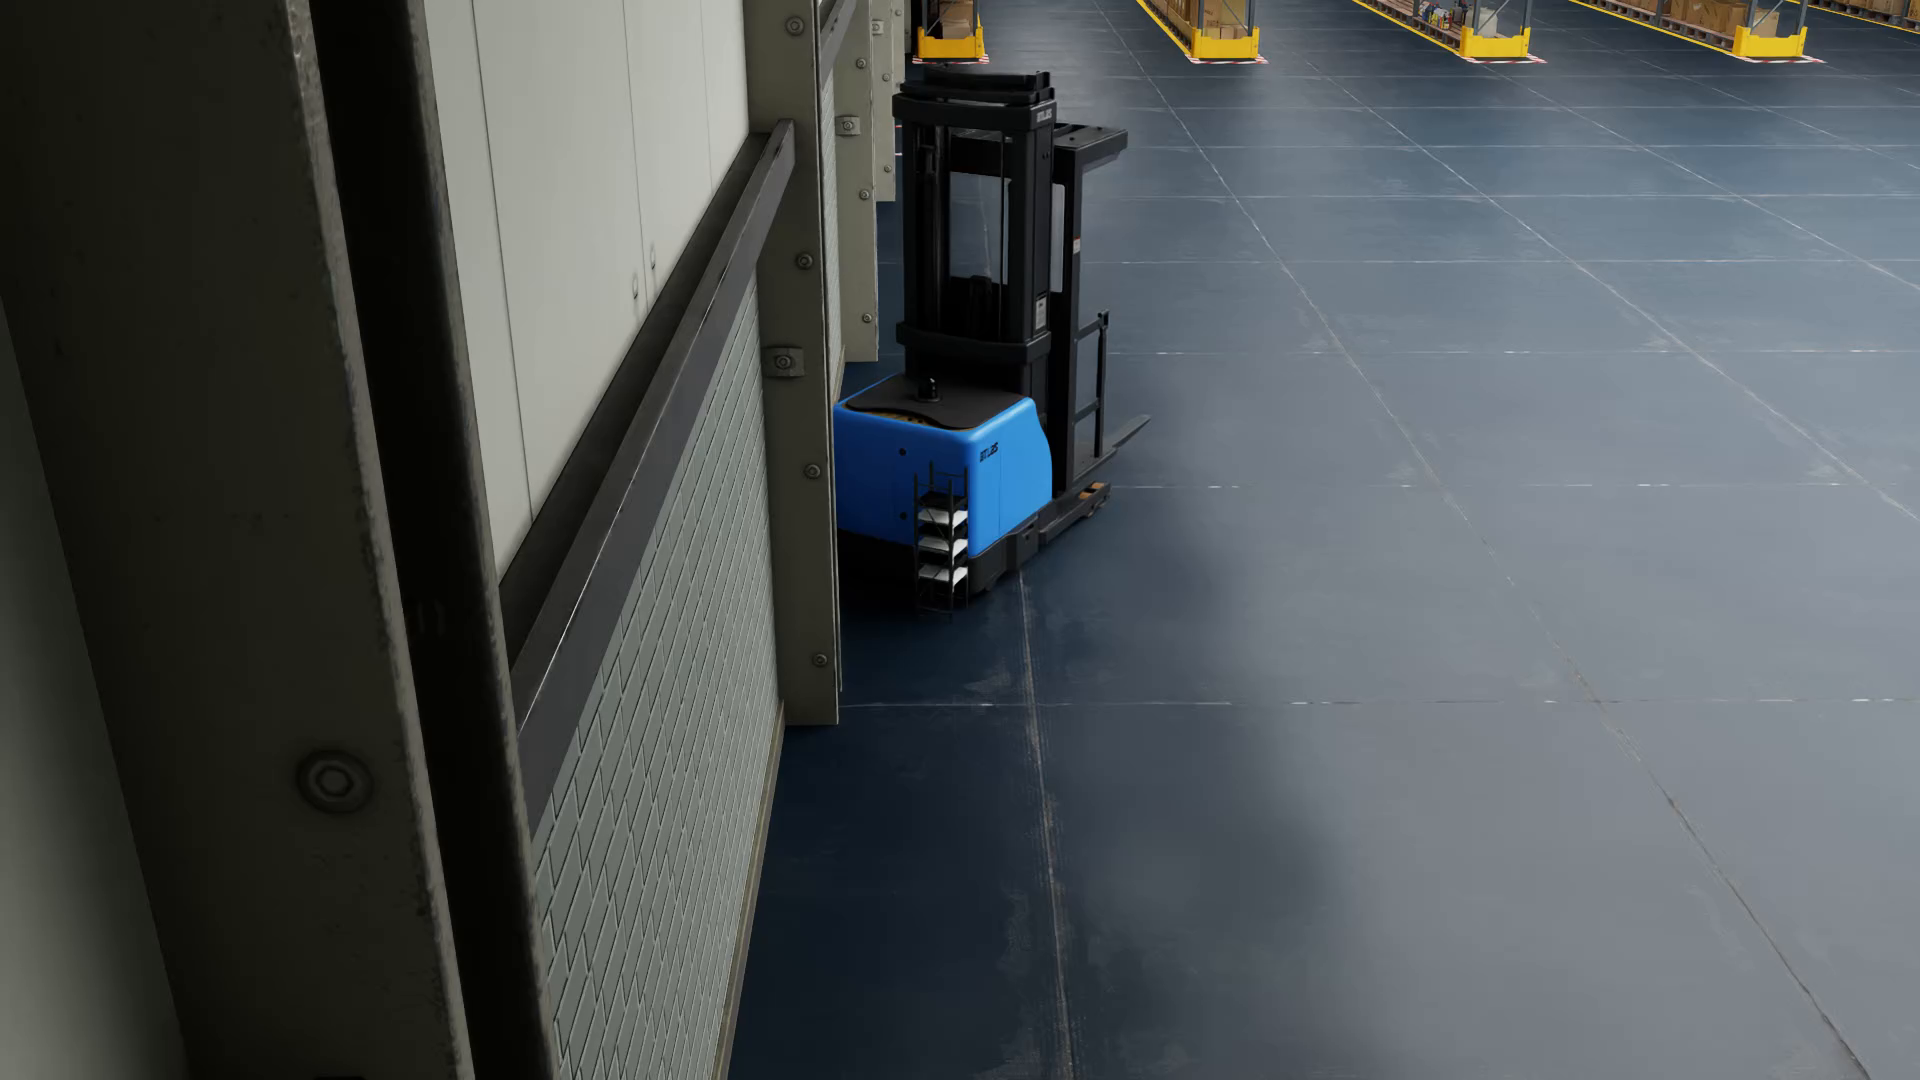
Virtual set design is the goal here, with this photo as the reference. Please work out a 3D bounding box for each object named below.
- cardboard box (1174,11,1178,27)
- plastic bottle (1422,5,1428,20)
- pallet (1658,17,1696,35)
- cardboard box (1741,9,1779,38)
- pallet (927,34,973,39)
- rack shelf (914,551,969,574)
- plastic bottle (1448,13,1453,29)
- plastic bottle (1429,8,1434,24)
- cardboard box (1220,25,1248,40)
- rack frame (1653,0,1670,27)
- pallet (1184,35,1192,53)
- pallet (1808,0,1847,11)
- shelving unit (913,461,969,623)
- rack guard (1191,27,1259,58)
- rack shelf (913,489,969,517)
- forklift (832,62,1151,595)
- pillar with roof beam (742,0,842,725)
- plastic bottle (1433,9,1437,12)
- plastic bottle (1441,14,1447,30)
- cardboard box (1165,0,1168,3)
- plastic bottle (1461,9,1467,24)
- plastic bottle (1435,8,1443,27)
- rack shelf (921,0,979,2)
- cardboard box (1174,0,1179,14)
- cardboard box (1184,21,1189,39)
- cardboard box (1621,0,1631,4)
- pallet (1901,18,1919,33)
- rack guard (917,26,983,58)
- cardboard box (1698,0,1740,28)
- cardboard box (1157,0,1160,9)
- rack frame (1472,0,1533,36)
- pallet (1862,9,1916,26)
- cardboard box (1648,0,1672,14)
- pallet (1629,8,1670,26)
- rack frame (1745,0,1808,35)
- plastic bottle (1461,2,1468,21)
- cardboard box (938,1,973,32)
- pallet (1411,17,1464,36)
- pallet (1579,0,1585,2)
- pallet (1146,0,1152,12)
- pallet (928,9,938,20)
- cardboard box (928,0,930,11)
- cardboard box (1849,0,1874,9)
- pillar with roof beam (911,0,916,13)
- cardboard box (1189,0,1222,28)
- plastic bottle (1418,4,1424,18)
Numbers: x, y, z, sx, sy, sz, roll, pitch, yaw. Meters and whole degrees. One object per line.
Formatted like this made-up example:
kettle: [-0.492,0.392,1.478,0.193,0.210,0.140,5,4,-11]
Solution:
cardboard box: [4.432,-10.100,32.269,0.500,0.250,0.500,0,24,-1]
plastic bottle: [9.278,-10.480,33.053,0.152,0.276,0.135,1,24,1]
pallet: [14.677,-10.262,33.183,1.003,0.211,1.213,0,24,-1]
cardboard box: [14.688,-9.471,30.574,0.500,0.500,0.500,4,25,9]
pallet: [-0.155,-9.190,30.813,1.003,0.211,1.213,0,24,-1]
rack shelf: [-0.109,0.128,9.674,0.258,0.077,0.200,11,27,23]
plastic bottle: [9.398,-9.961,31.896,0.061,0.283,0.133,0,24,-1]
plastic bottle: [9.238,-10.269,32.578,0.061,0.283,0.133,1,24,2]
cardboard box: [4.989,-9.278,30.452,0.500,0.250,0.500,0,24,-1]
rack frame: [14.635,-11.809,33.220,1.000,3.000,0.127,0,24,-1]
pallet: [4.722,-9.162,30.752,1.003,0.211,1.213,0,24,-1]
pallet: [19.485,-11.842,36.677,1.003,0.211,1.213,0,24,-1]
shelving unit: [-0.109,0.016,9.623,0.258,0.900,0.210,11,27,23]
rack guard: [4.773,-8.969,29.974,1.175,0.500,0.348,0,24,-1]
rack shelf: [-0.109,-0.200,9.526,0.258,0.077,0.200,11,27,23]
forklift: [0.364,-1.573,10.671,1.130,2.935,3.031,13,28,27]
pillar with roof beam: [3.513,-3.242,6.998,9.100,9.000,0.400,0,24,-1]
plastic bottle: [9.317,-10.271,32.597,0.097,0.271,0.097,0,24,0]
plastic bottle: [9.248,-9.904,31.771,0.061,0.283,0.133,0,24,1]
cardboard box: [4.438,-11.126,33.856,0.500,0.311,0.500,0,24,-1]
plastic bottle: [9.881,-10.262,32.563,0.061,0.283,0.133,0,24,-1]
plastic bottle: [9.285,-10.116,32.158,0.144,0.351,0.185,1,24,2]
rack shelf: [-0.203,-10.590,31.399,1.077,0.370,4.000,0,24,-1]
cardboard box: [4.432,-10.442,32.114,0.500,0.500,0.500,0,24,-1]
cardboard box: [4.454,-9.482,30.902,0.500,0.250,0.500,0,24,-1]
cardboard box: [14.650,-11.781,35.657,0.700,0.500,0.500,2,24,4]
pallet: [19.526,-10.205,33.059,1.003,0.211,1.213,0,24,-1]
rack guard: [-0.182,-8.986,30.013,1.175,0.500,0.348,0,24,-1]
cardboard box: [14.698,-10.205,32.197,0.500,0.500,0.500,-2,24,-5]
cardboard box: [4.425,-11.293,34.907,0.500,0.250,0.500,0,24,1]
rack frame: [9.726,-10.139,29.527,1.000,3.000,0.127,0,24,-1]
pallet: [19.512,-10.837,34.454,1.003,0.211,1.213,0,24,-1]
cardboard box: [14.650,-11.124,34.204,0.700,0.500,0.500,-2,24,-5]
pallet: [14.625,-10.859,34.504,1.003,0.211,1.213,0,24,-1]
rack frame: [14.678,-10.161,29.576,1.000,3.000,0.127,0,24,-1]
plastic bottle: [9.979,-10.437,32.868,0.144,0.351,0.185,-1,24,-3]
cardboard box: [-0.063,-9.978,31.672,0.700,0.500,0.500,-2,24,-4]
pallet: [9.648,-10.239,33.133,1.003,0.211,1.213,0,24,-1]
pallet: [14.658,-12.512,38.158,1.003,0.211,1.213,0,24,-1]
pallet: [4.655,-11.804,36.594,1.003,0.211,1.213,0,24,-1]
pallet: [-0.234,-10.793,34.357,1.003,0.211,1.213,0,24,-1]
cardboard box: [-0.305,-11.320,34.638,0.700,0.500,0.500,-1,24,-2]
cardboard box: [19.492,-11.609,34.998,1.050,0.750,0.750,0,24,-1]
pillar with roof beam: [3.186,-15.604,34.330,9.100,9.000,0.400,0,24,-1]
cardboard box: [4.469,-9.618,30.292,0.500,0.500,0.500,0,24,-1]
plastic bottle: [9.247,-10.611,33.348,0.097,0.271,0.097,0,24,0]
